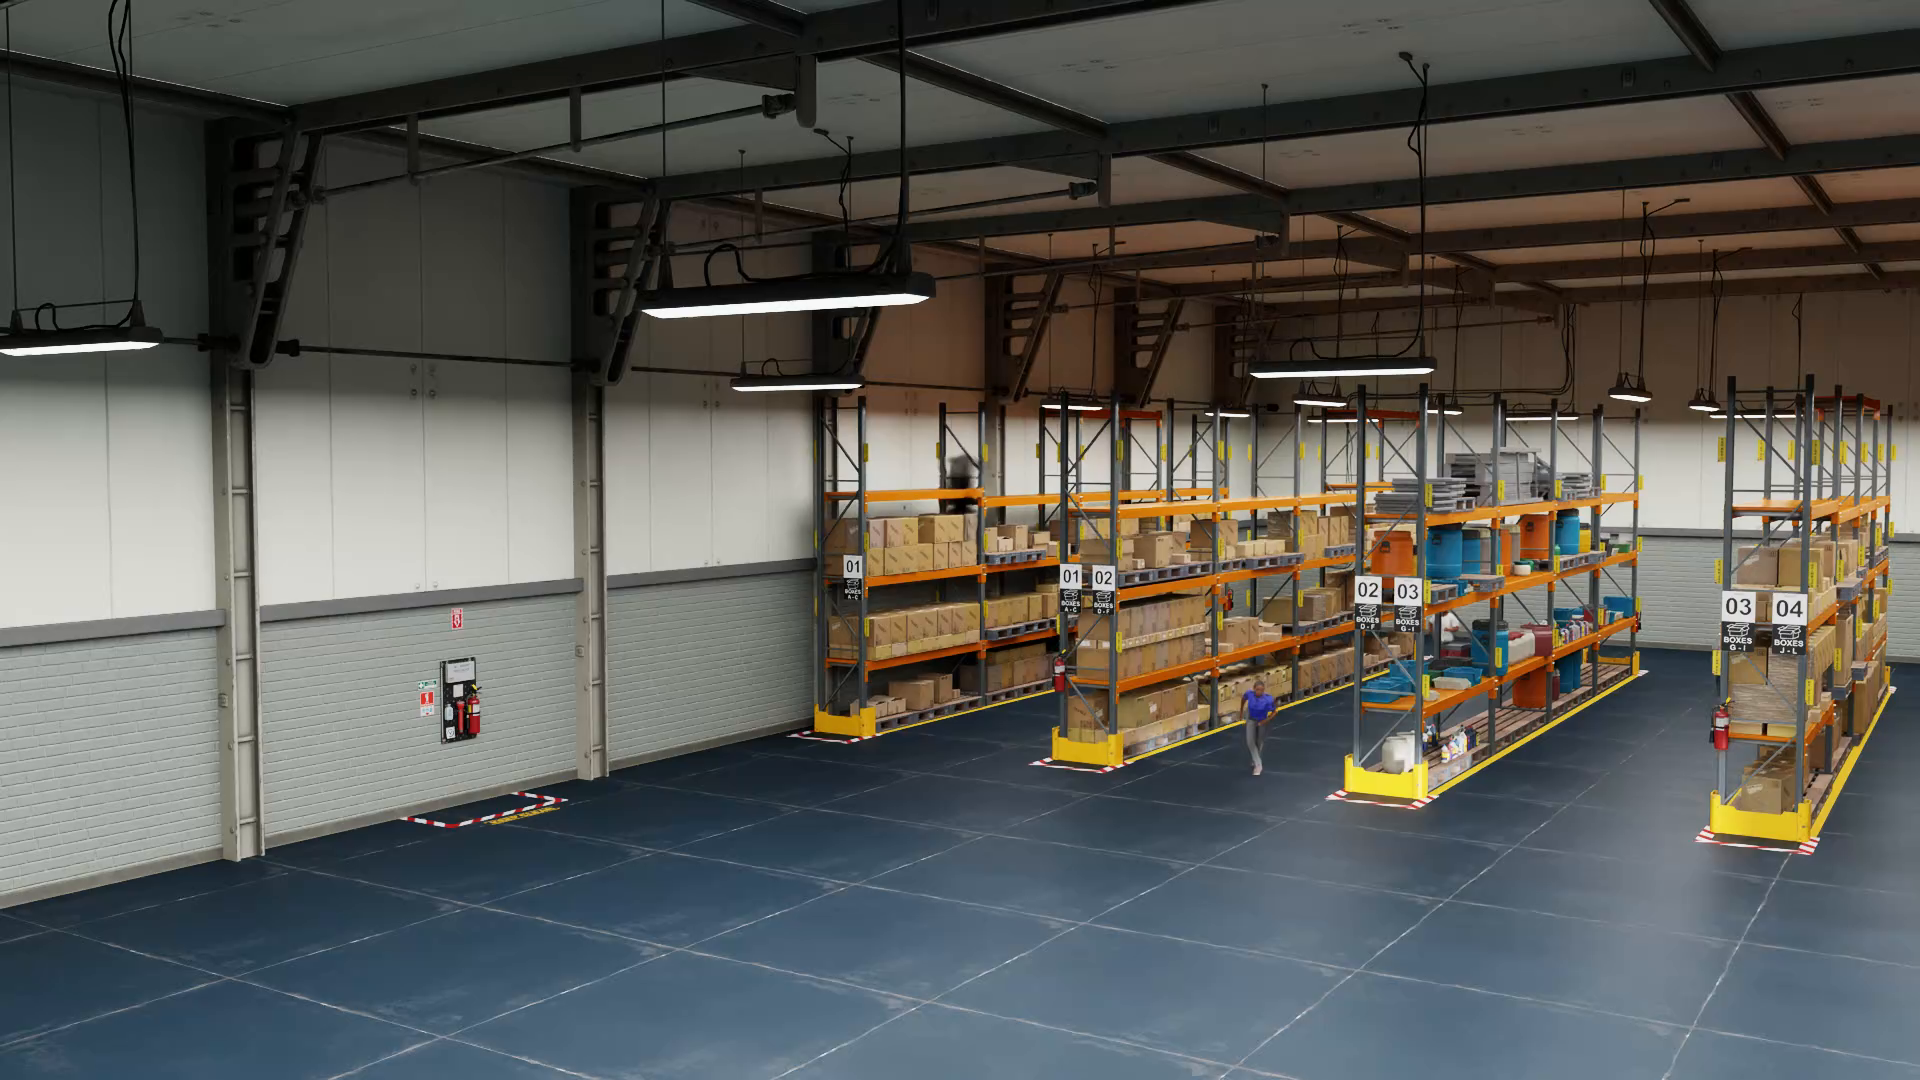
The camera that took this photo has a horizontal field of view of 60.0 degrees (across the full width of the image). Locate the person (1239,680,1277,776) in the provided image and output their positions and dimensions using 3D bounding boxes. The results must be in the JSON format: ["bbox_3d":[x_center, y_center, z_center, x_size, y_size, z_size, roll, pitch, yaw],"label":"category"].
[{"bbox_3d":[4.655,2.877,25.987,0.597,1.487,1.001,1,3,13],"label":"person"}]

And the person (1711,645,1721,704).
[{"bbox_3d":[14.658,2.565,31.839,0.520,1.559,0.637,1,3,26],"label":"person"}]

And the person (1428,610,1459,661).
[{"bbox_3d":[10.593,2.208,36.496,0.671,1.789,0.726,1,3,23],"label":"person"}]
